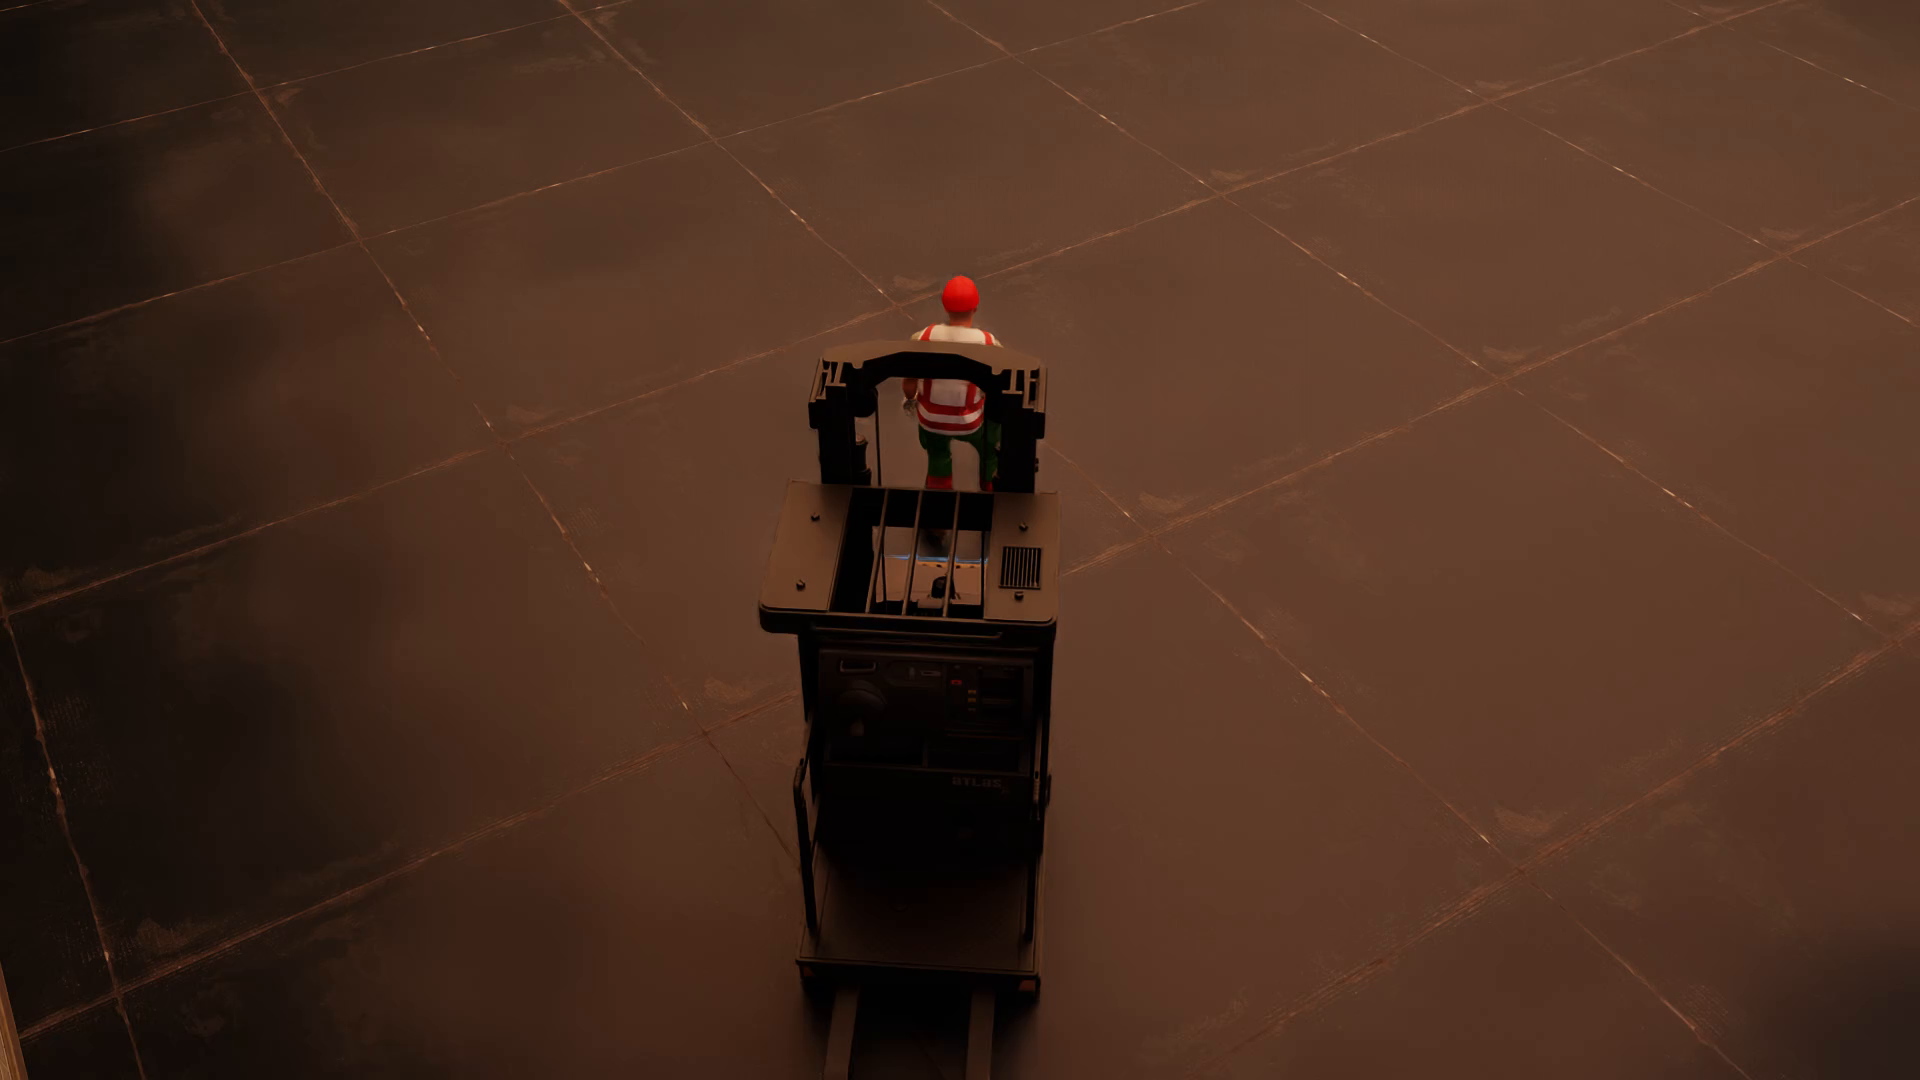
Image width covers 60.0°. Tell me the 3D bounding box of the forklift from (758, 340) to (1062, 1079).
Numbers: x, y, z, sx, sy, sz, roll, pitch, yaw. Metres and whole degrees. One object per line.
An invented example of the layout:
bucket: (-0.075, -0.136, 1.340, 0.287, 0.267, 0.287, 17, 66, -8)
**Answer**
forklift: (-0.162, 0.754, 7.008, 1.130, 2.935, 3.031, 3, 41, 3)

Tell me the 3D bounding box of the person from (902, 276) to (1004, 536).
person: (0.004, -0.780, 9.615, 0.693, 1.745, 0.551, 6, 41, 7)
